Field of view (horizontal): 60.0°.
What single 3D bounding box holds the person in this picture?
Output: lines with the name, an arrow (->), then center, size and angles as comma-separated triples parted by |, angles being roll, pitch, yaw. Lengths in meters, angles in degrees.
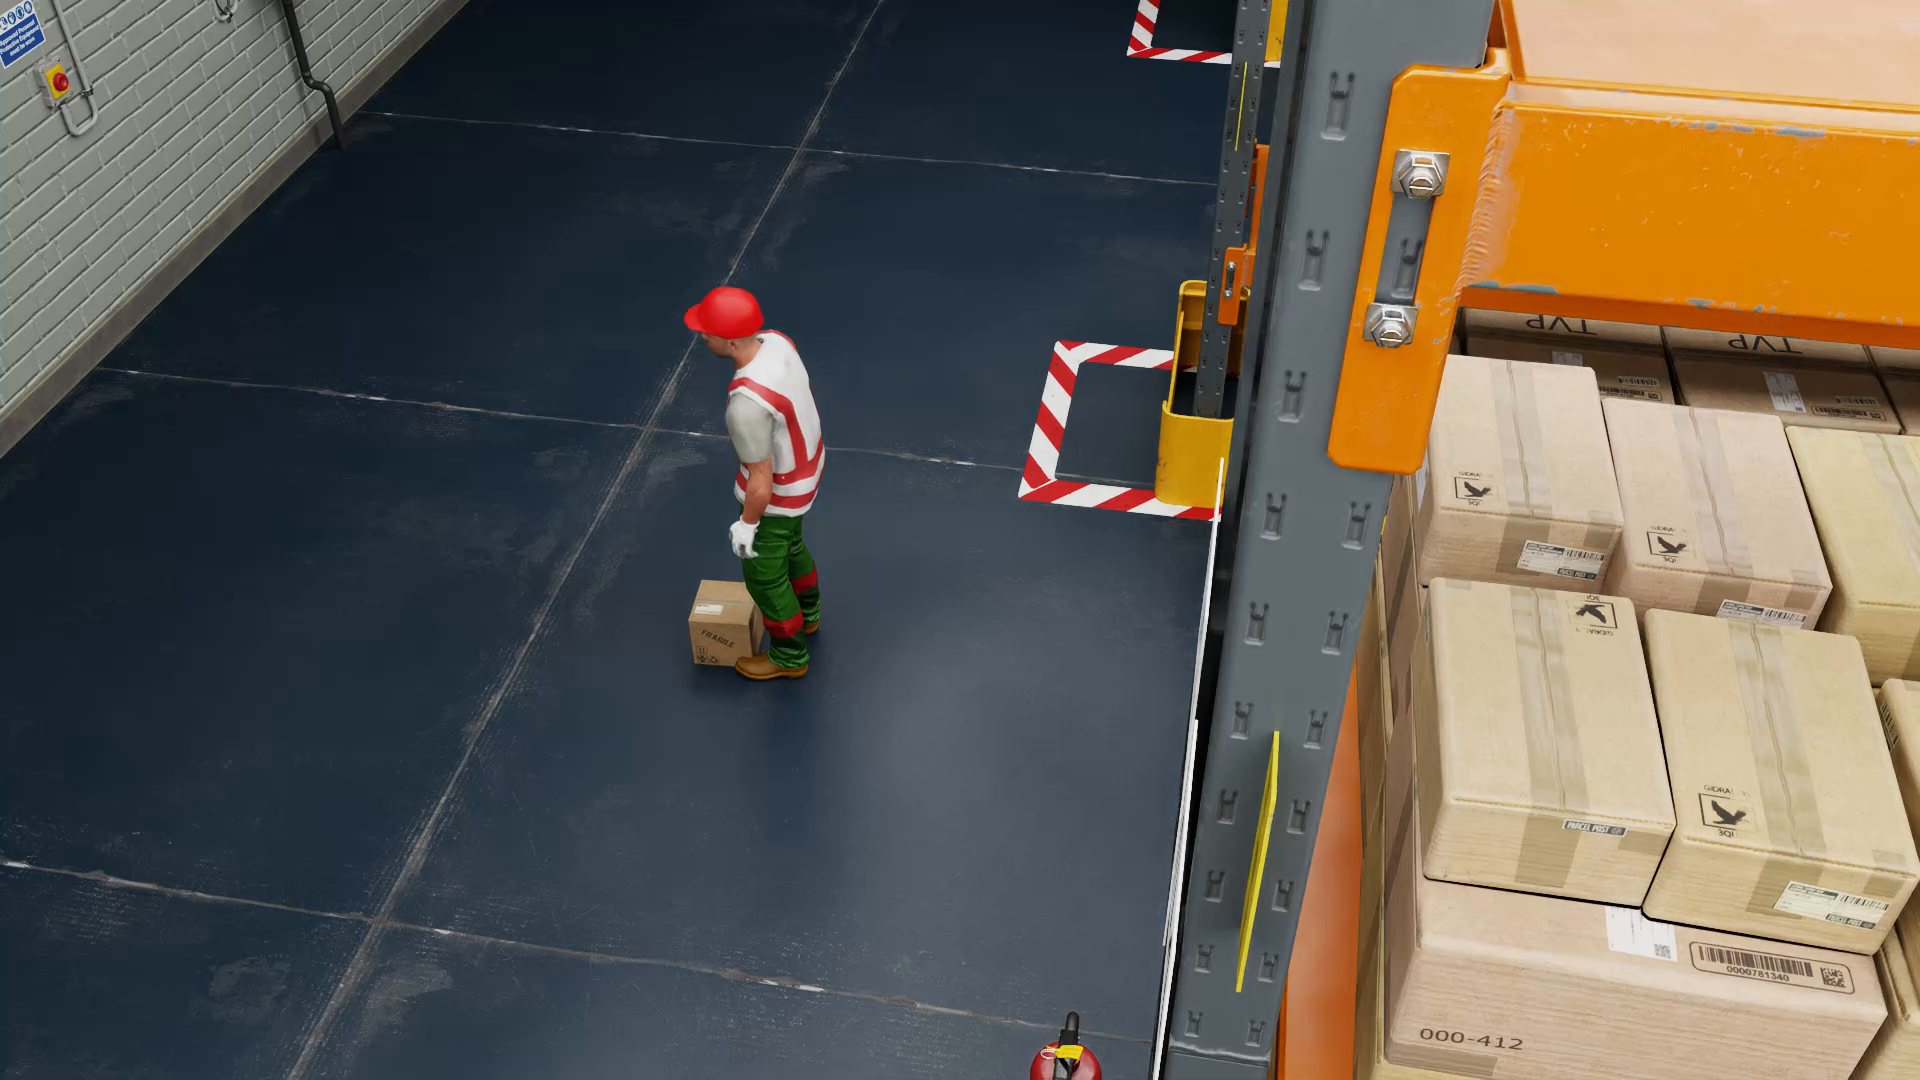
person -> -0.739, -0.213, 6.398 | 0.453, 1.778, 0.604 | 6, 41, 7
